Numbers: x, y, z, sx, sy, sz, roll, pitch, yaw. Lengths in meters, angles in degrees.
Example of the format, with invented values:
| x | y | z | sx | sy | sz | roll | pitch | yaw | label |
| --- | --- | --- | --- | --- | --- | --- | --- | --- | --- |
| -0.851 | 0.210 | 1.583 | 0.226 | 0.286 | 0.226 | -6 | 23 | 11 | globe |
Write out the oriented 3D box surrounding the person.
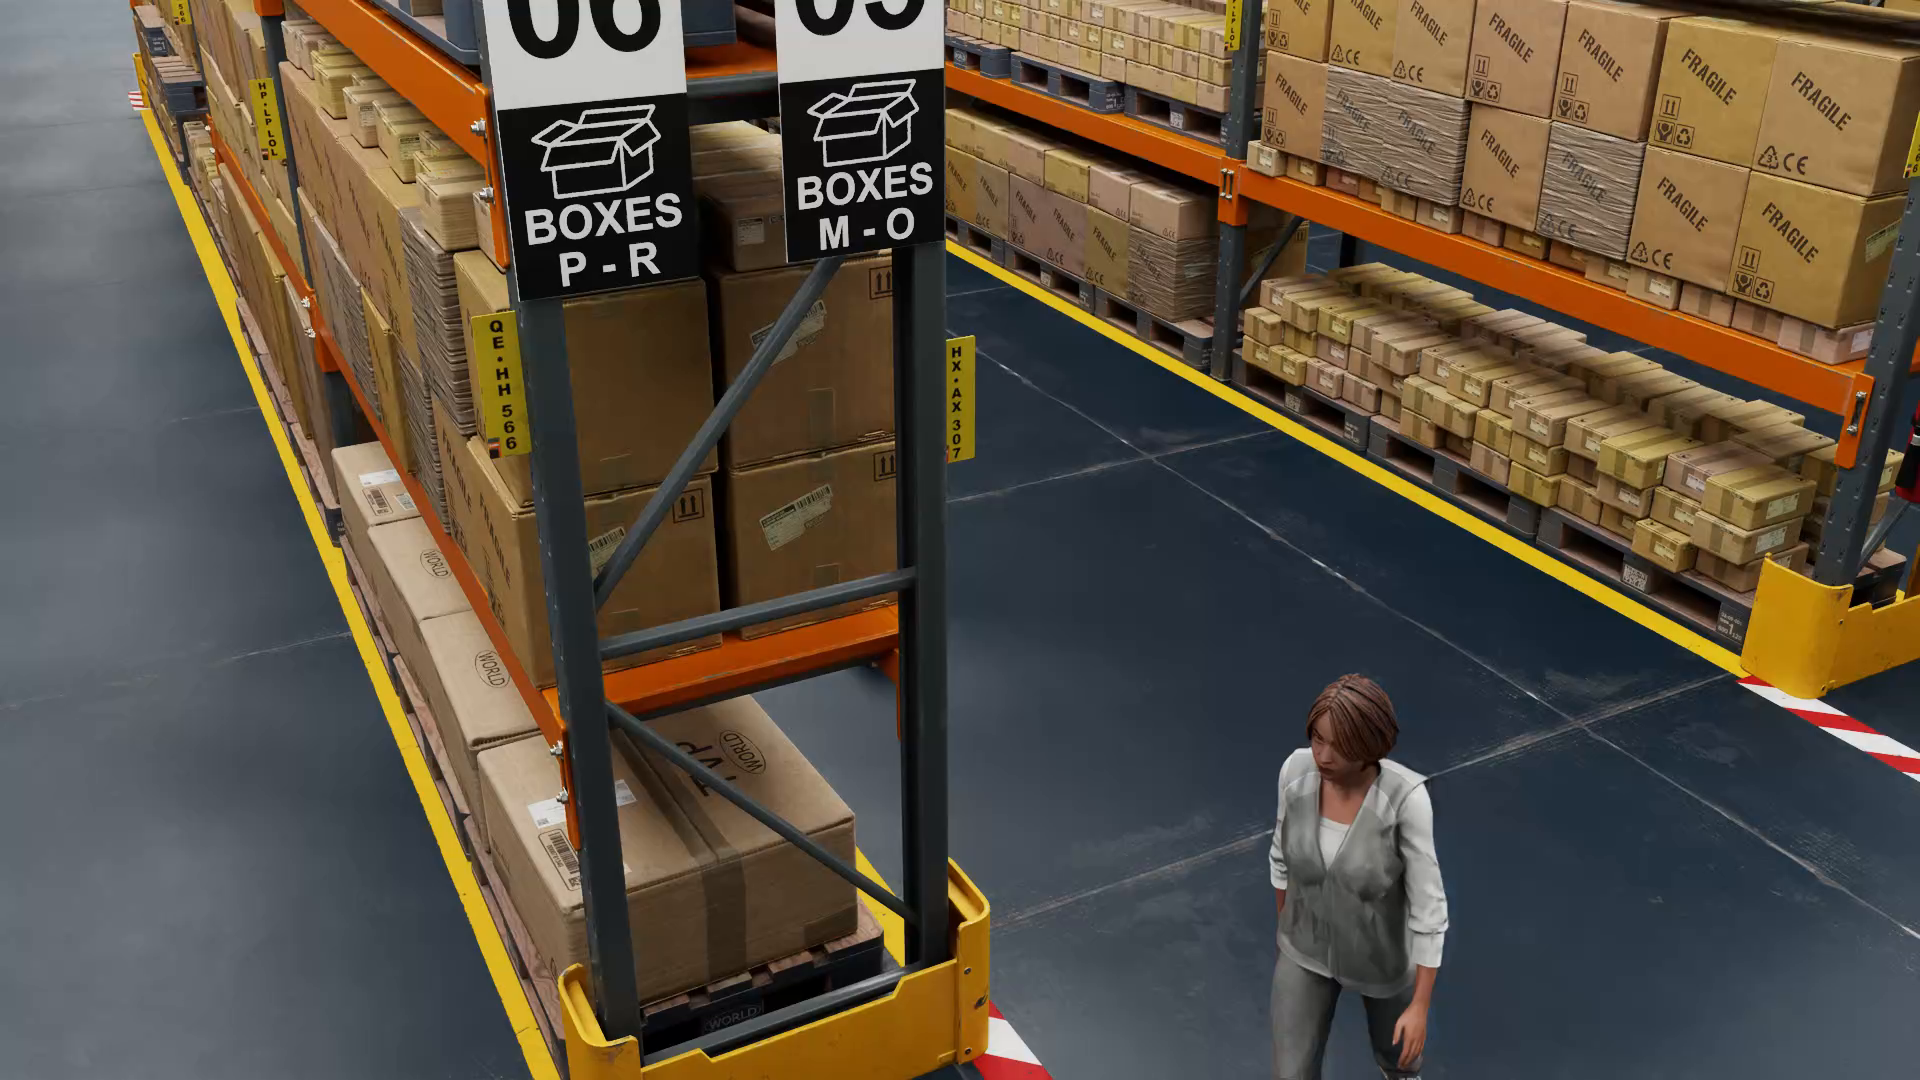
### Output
| x | y | z | sx | sy | sz | roll | pitch | yaw | label |
| --- | --- | --- | --- | --- | --- | --- | --- | --- | --- |
| 0.965 | 1.003 | 4.072 | 0.468 | 1.540 | 0.889 | 13 | 29 | 26 | person |
